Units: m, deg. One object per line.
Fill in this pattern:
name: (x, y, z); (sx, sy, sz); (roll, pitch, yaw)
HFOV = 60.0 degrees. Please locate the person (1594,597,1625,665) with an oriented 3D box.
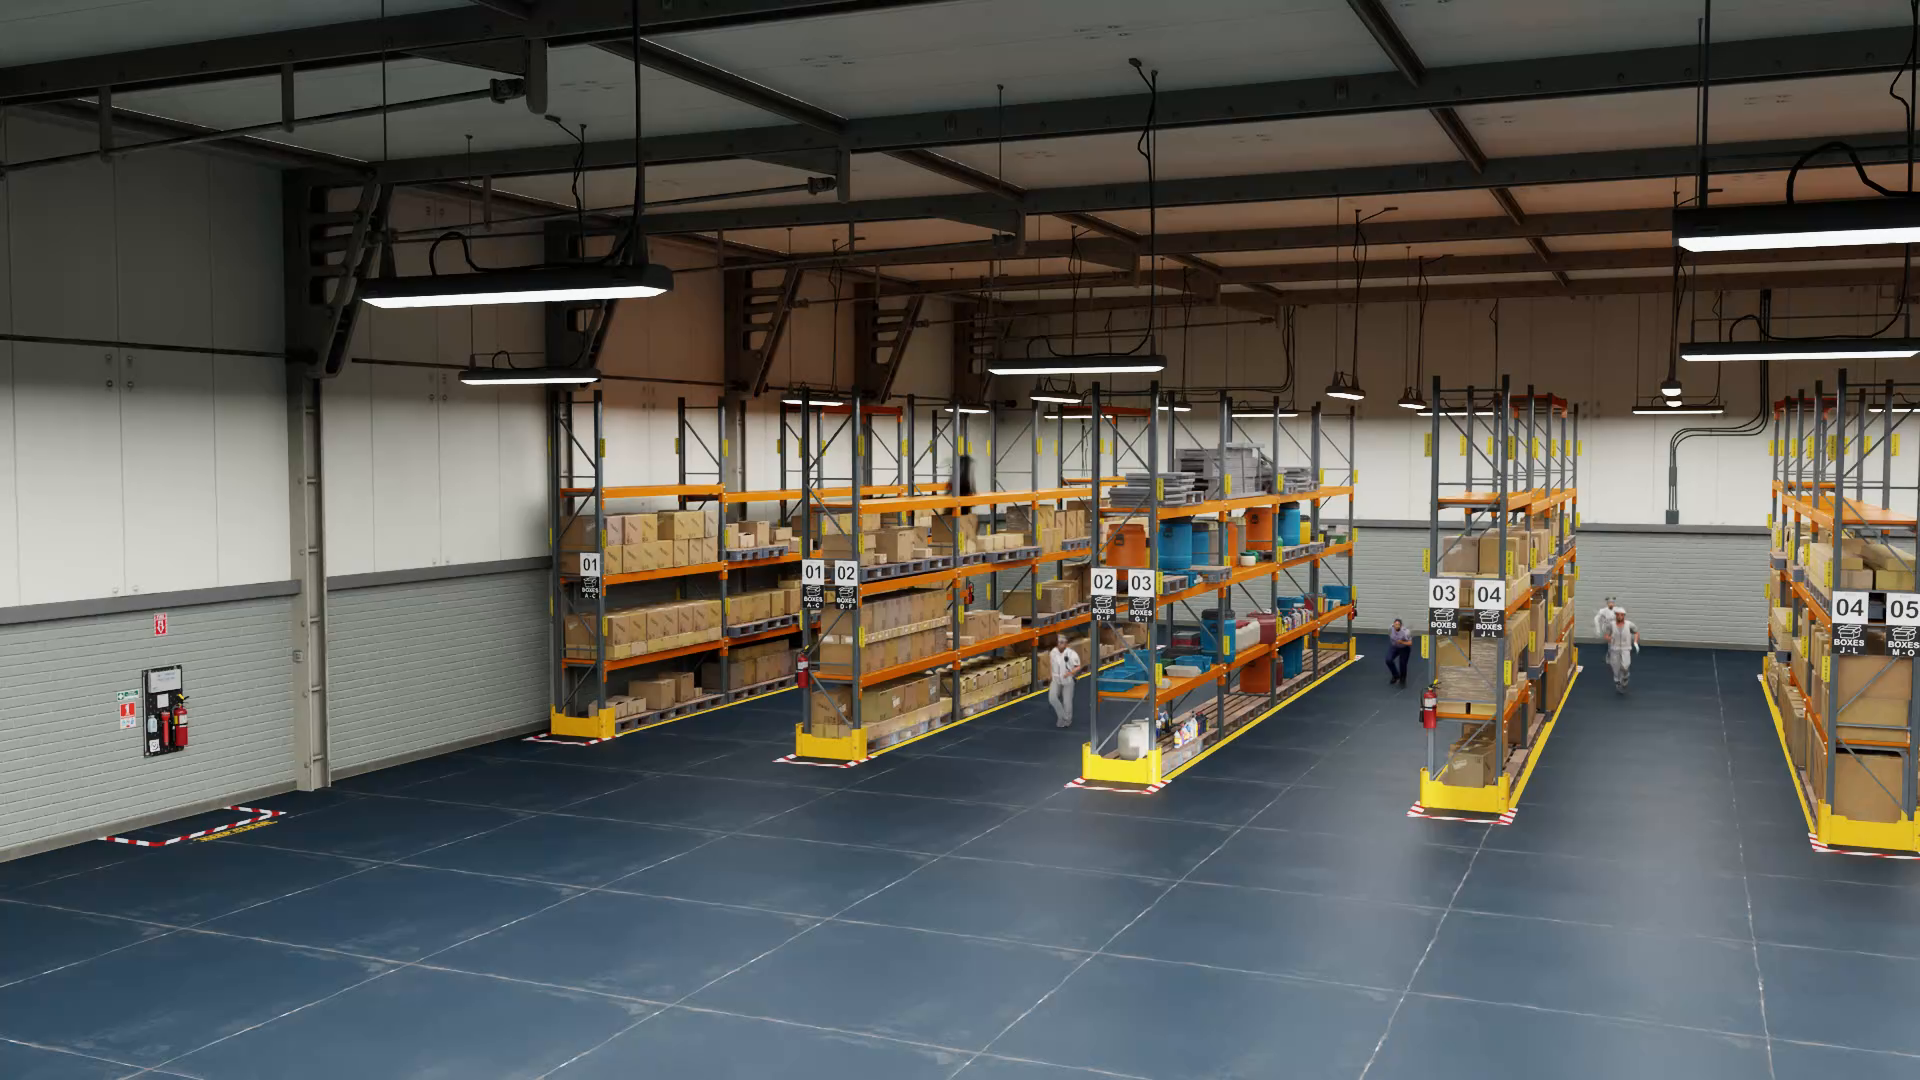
person: (14.747, 2.096, 37.792); (0.608, 1.667, 0.787); (0, 3, -2)

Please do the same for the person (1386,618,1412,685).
person: (9.296, 2.391, 35.082); (0.597, 1.310, 1.071); (2, 4, 33)

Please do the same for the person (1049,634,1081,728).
person: (1.864, 2.523, 29.776); (0.648, 1.723, 0.811); (1, 3, 20)

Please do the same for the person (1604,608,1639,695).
person: (13.376, 2.251, 33.636); (0.653, 1.766, 0.770); (1, 3, 25)
